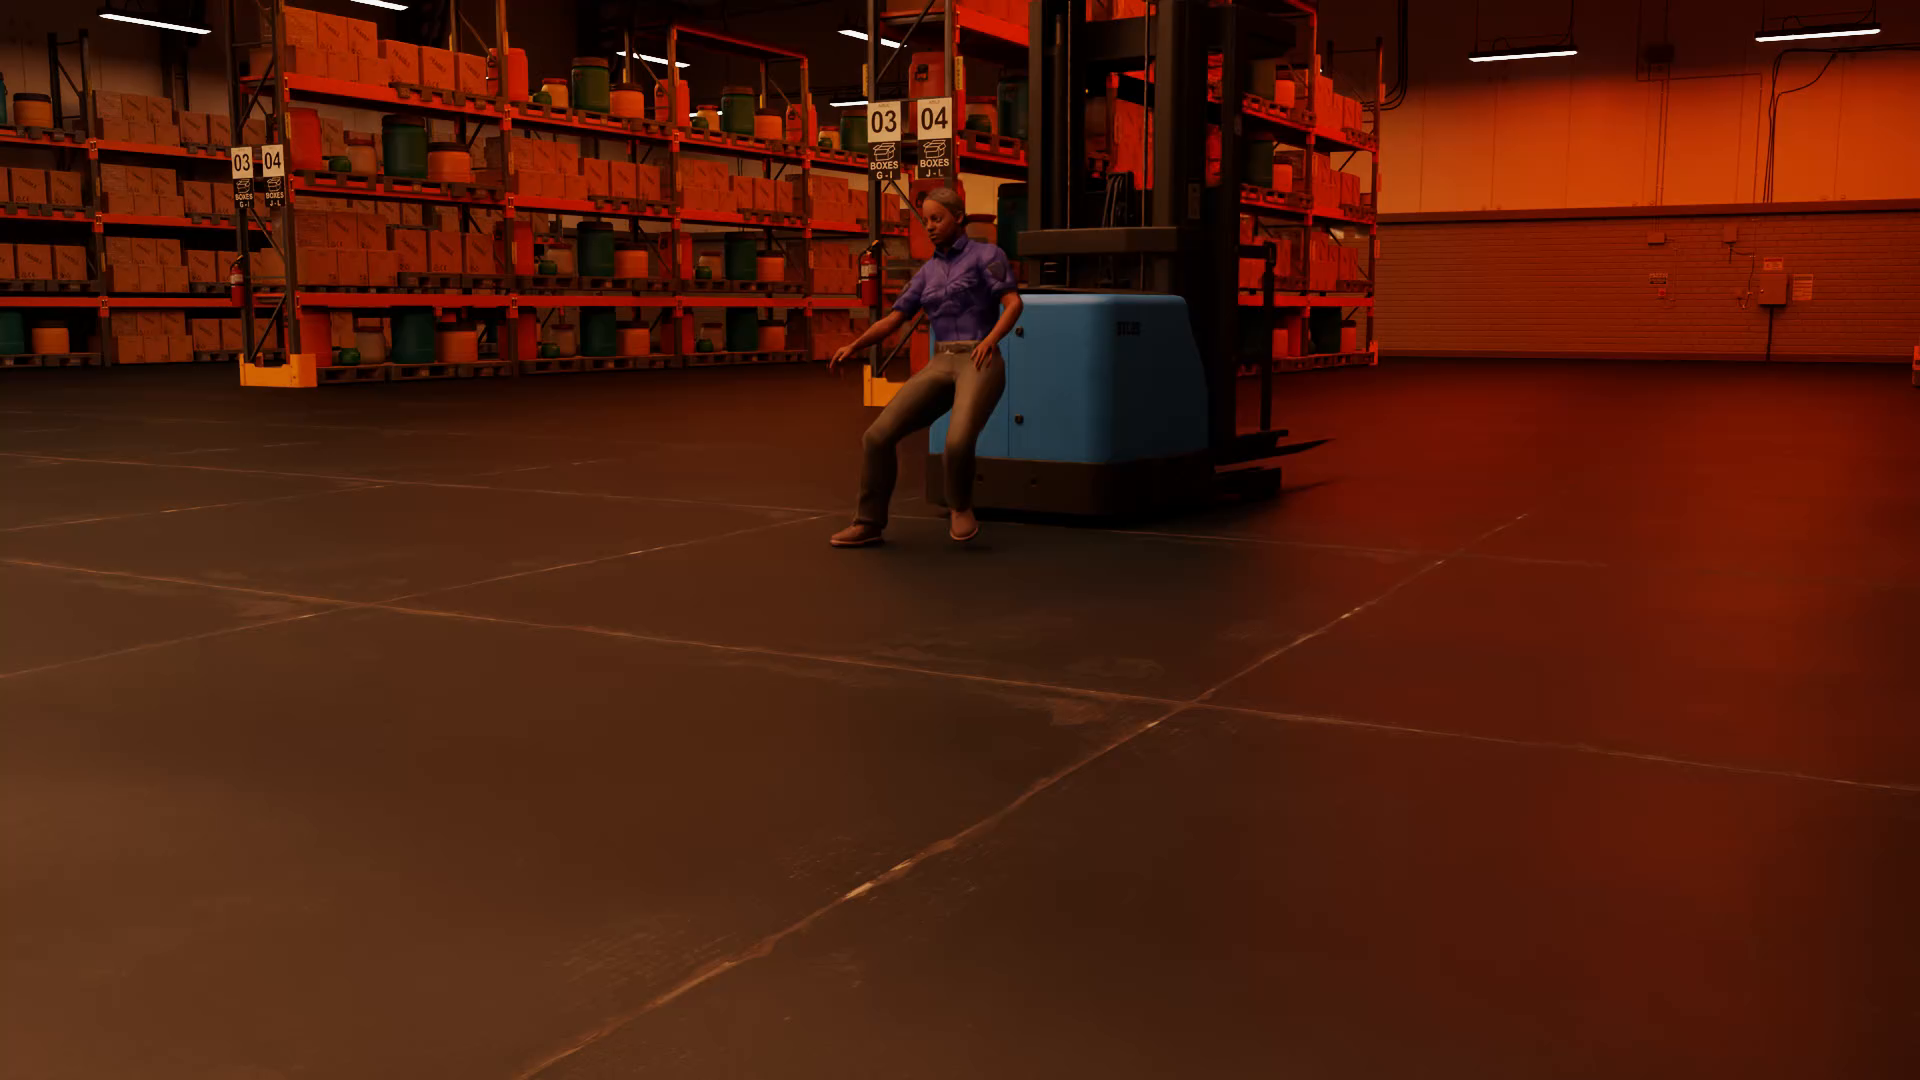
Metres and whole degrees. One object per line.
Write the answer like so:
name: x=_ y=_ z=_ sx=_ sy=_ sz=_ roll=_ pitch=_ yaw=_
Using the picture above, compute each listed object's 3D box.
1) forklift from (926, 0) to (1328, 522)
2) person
forklift: x=1.089 y=-1.695 z=8.873 sx=1.130 sy=2.935 sz=3.031 roll=5 pitch=10 yaw=35
person: x=-0.126 y=-0.714 z=6.938 sx=0.768 sy=1.510 sz=0.627 roll=6 pitch=10 yaw=38
